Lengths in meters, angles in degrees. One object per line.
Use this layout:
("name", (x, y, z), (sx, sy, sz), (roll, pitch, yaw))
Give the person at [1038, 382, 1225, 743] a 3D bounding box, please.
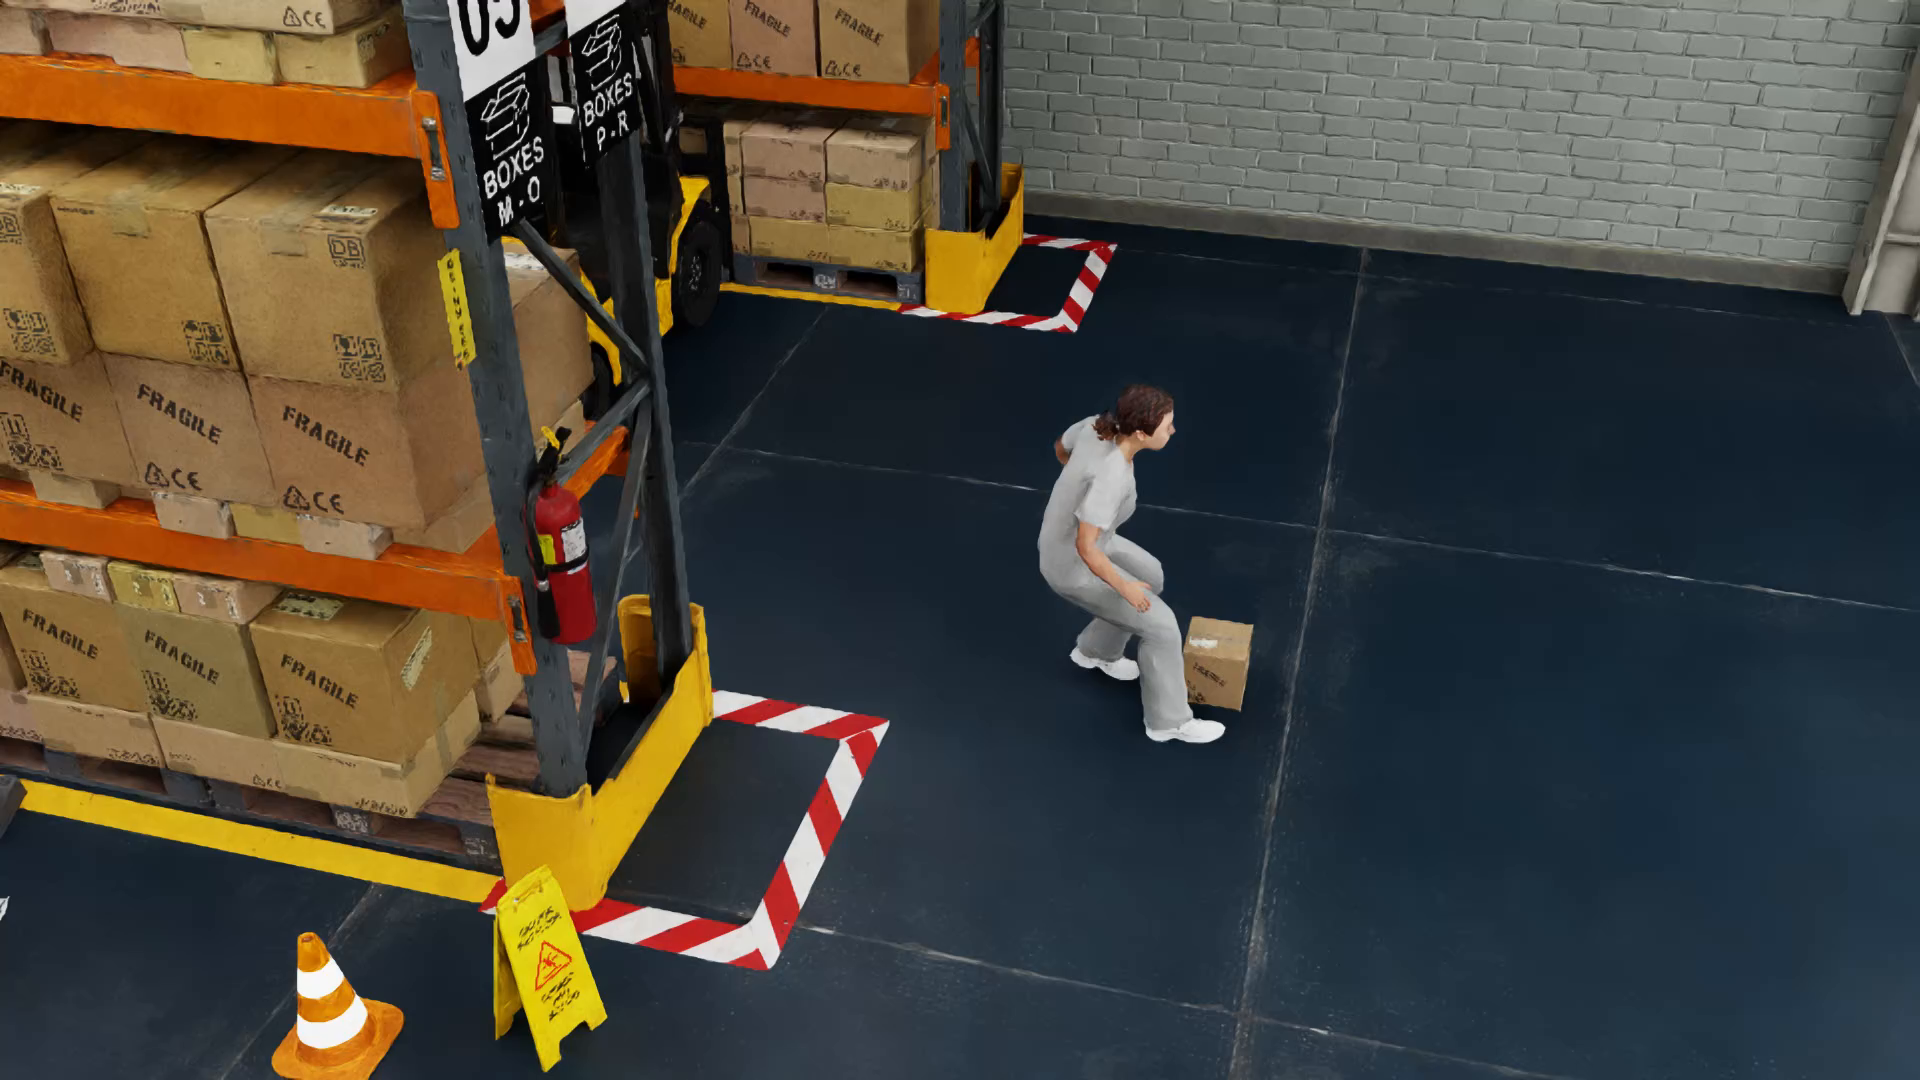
("person", (0.658, 0.059, 6.212), (0.730, 1.485, 0.667), (0, 33, 0))
